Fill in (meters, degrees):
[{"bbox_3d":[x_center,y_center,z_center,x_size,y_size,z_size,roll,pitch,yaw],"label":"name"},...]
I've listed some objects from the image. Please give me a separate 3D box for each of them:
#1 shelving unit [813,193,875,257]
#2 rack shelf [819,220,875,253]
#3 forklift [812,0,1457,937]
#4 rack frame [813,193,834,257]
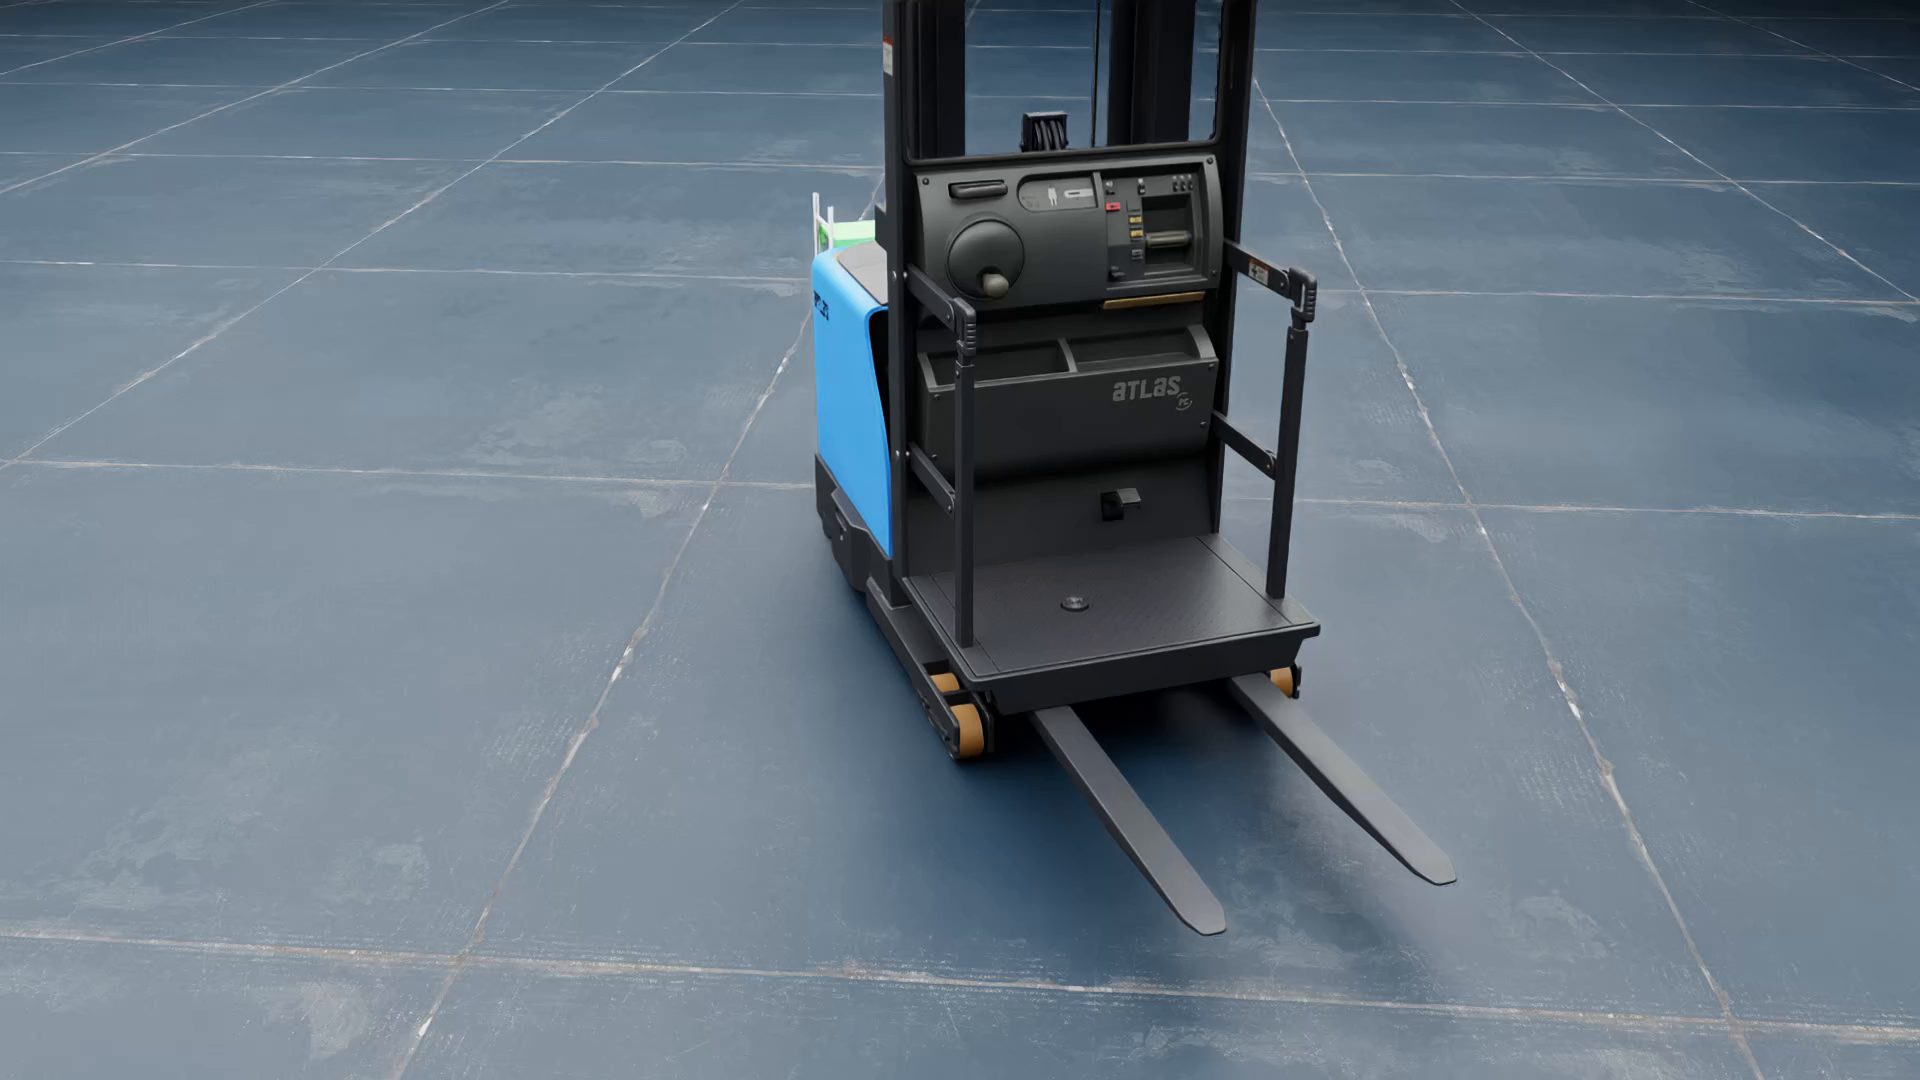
[{"bbox_3d":[-0.270,-0.730,6.400,0.503,1.200,0.258,-8,26,-17],"label":"shelving unit"},{"bbox_3d":[-0.270,-1.108,6.226,0.480,0.148,0.258,-8,26,-17],"label":"rack shelf"},{"bbox_3d":[0.398,-0.878,4.651,1.130,2.935,3.031,-8,26,-16],"label":"forklift"},{"bbox_3d":[-0.501,-0.697,6.329,0.015,1.200,0.240,-8,26,-17],"label":"rack frame"}]
